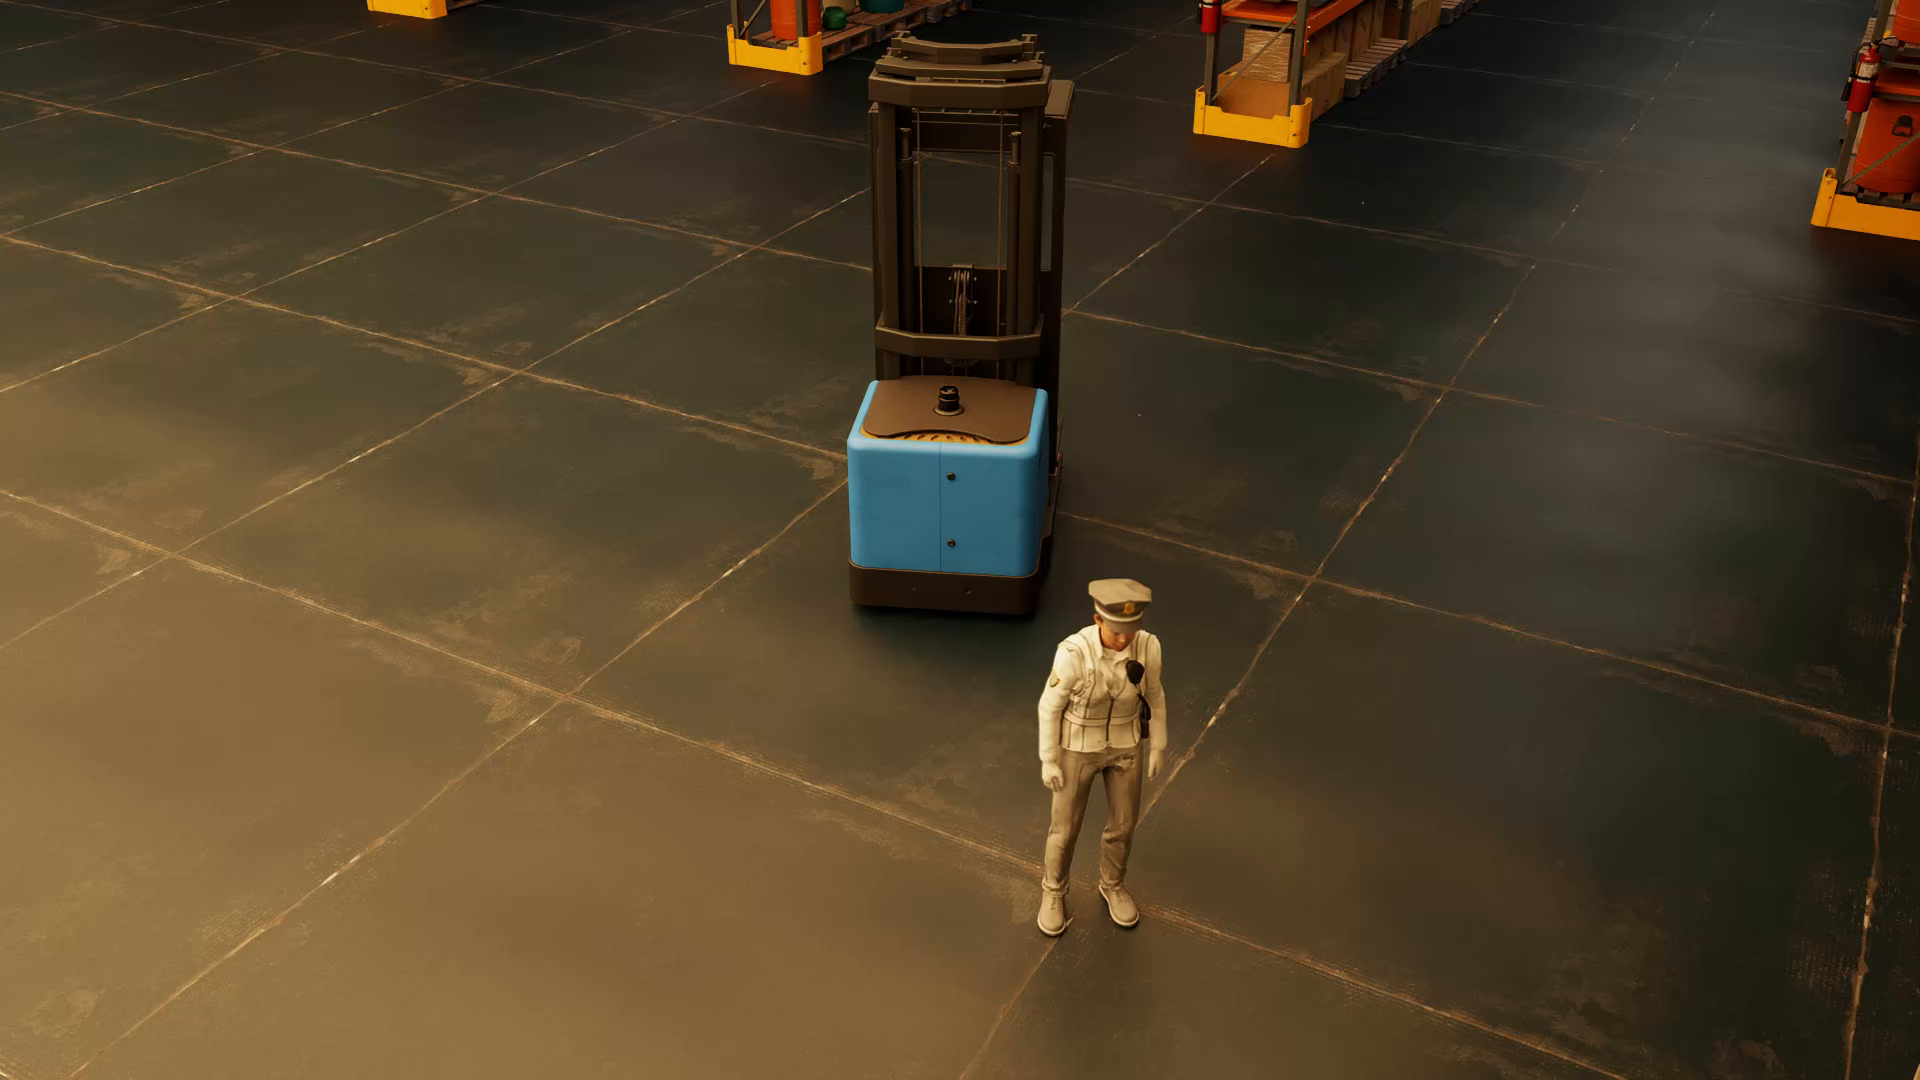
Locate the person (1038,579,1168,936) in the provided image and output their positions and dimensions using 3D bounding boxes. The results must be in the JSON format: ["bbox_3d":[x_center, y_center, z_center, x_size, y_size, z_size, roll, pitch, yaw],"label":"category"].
[{"bbox_3d":[0.586,0.873,6.828,0.541,1.664,0.374,-5,30,-9],"label":"person"}]

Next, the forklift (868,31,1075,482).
[{"bbox_3d":[0.076,-1.571,9.793,1.121,2.935,3.031,3,30,6],"label":"forklift"}]
